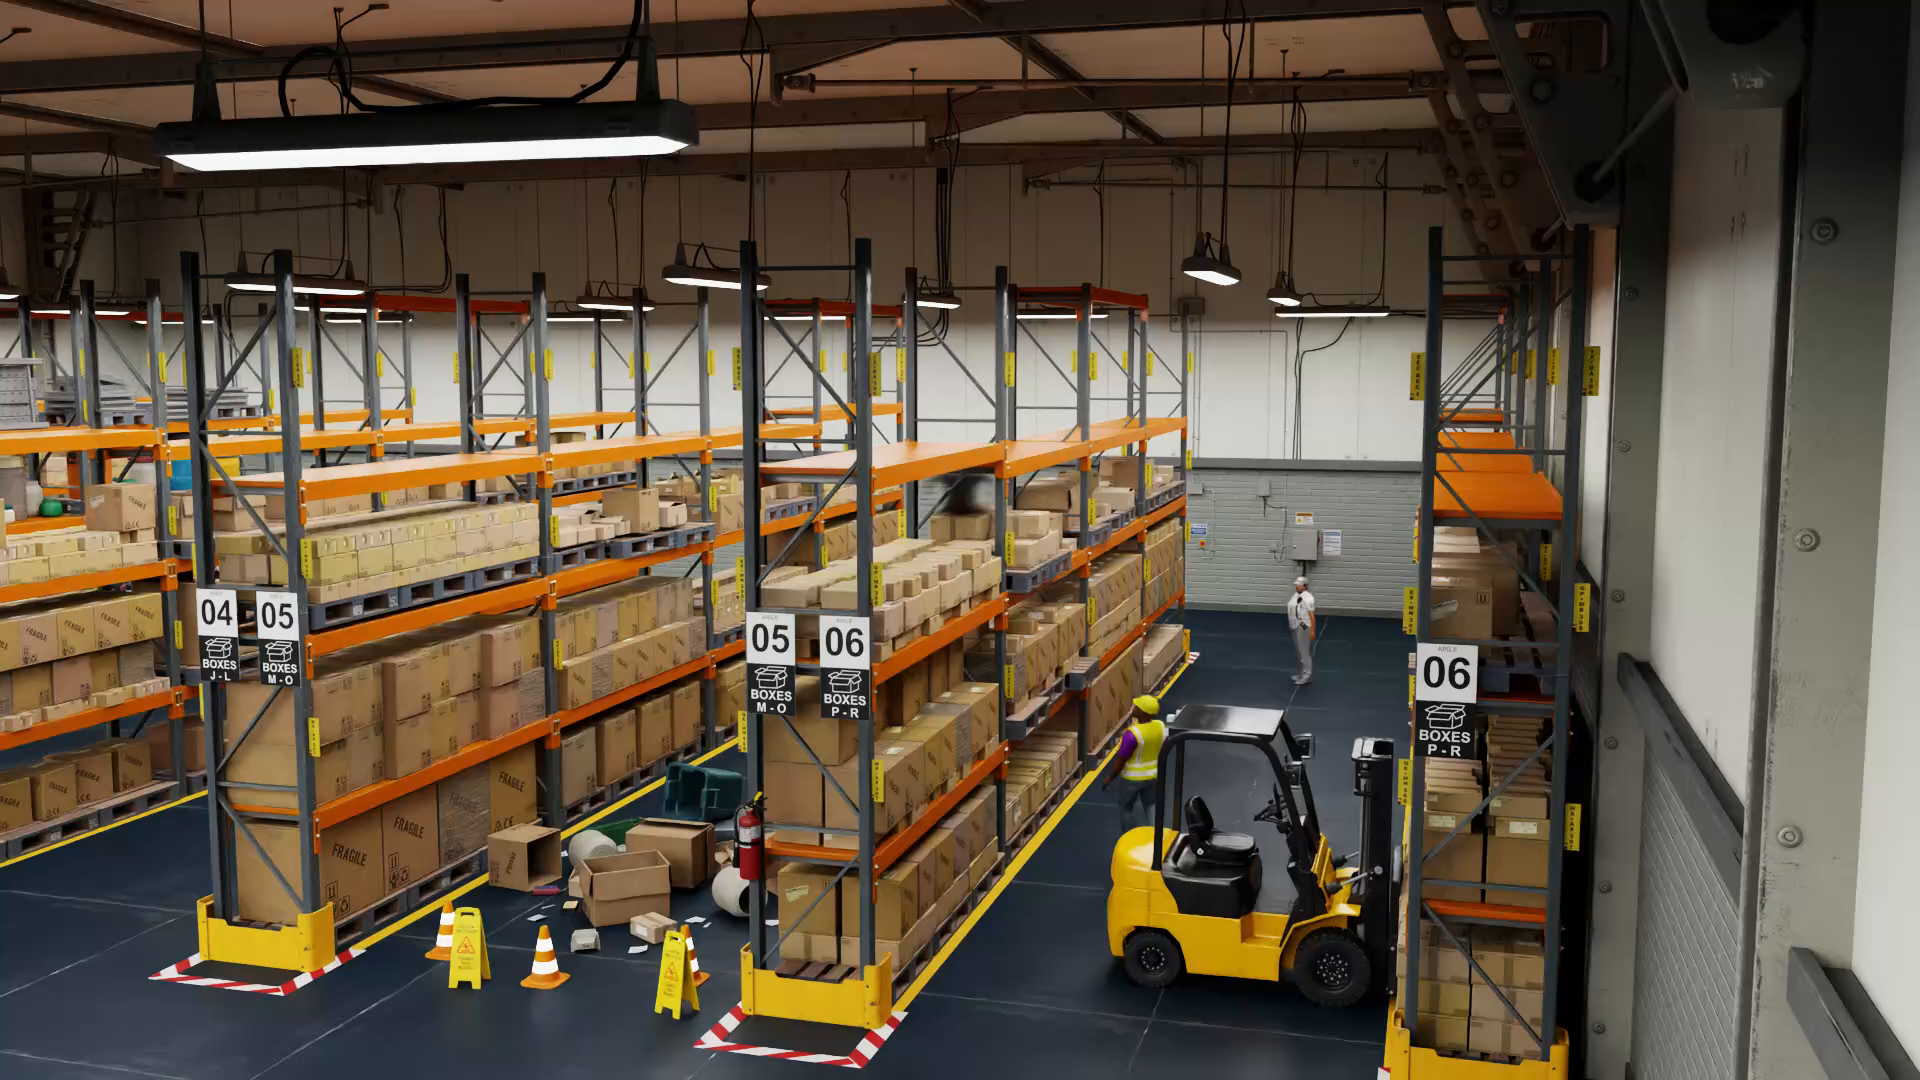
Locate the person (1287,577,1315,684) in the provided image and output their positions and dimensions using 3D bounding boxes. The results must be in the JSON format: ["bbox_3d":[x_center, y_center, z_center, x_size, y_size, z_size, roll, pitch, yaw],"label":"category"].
[{"bbox_3d":[5.369,1.410,26.219,0.388,1.668,0.537,-1,6,-6],"label":"person"}]

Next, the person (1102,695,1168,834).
[{"bbox_3d":[1.792,2.416,17.039,0.667,1.734,0.606,-3,7,-25],"label":"person"}]
